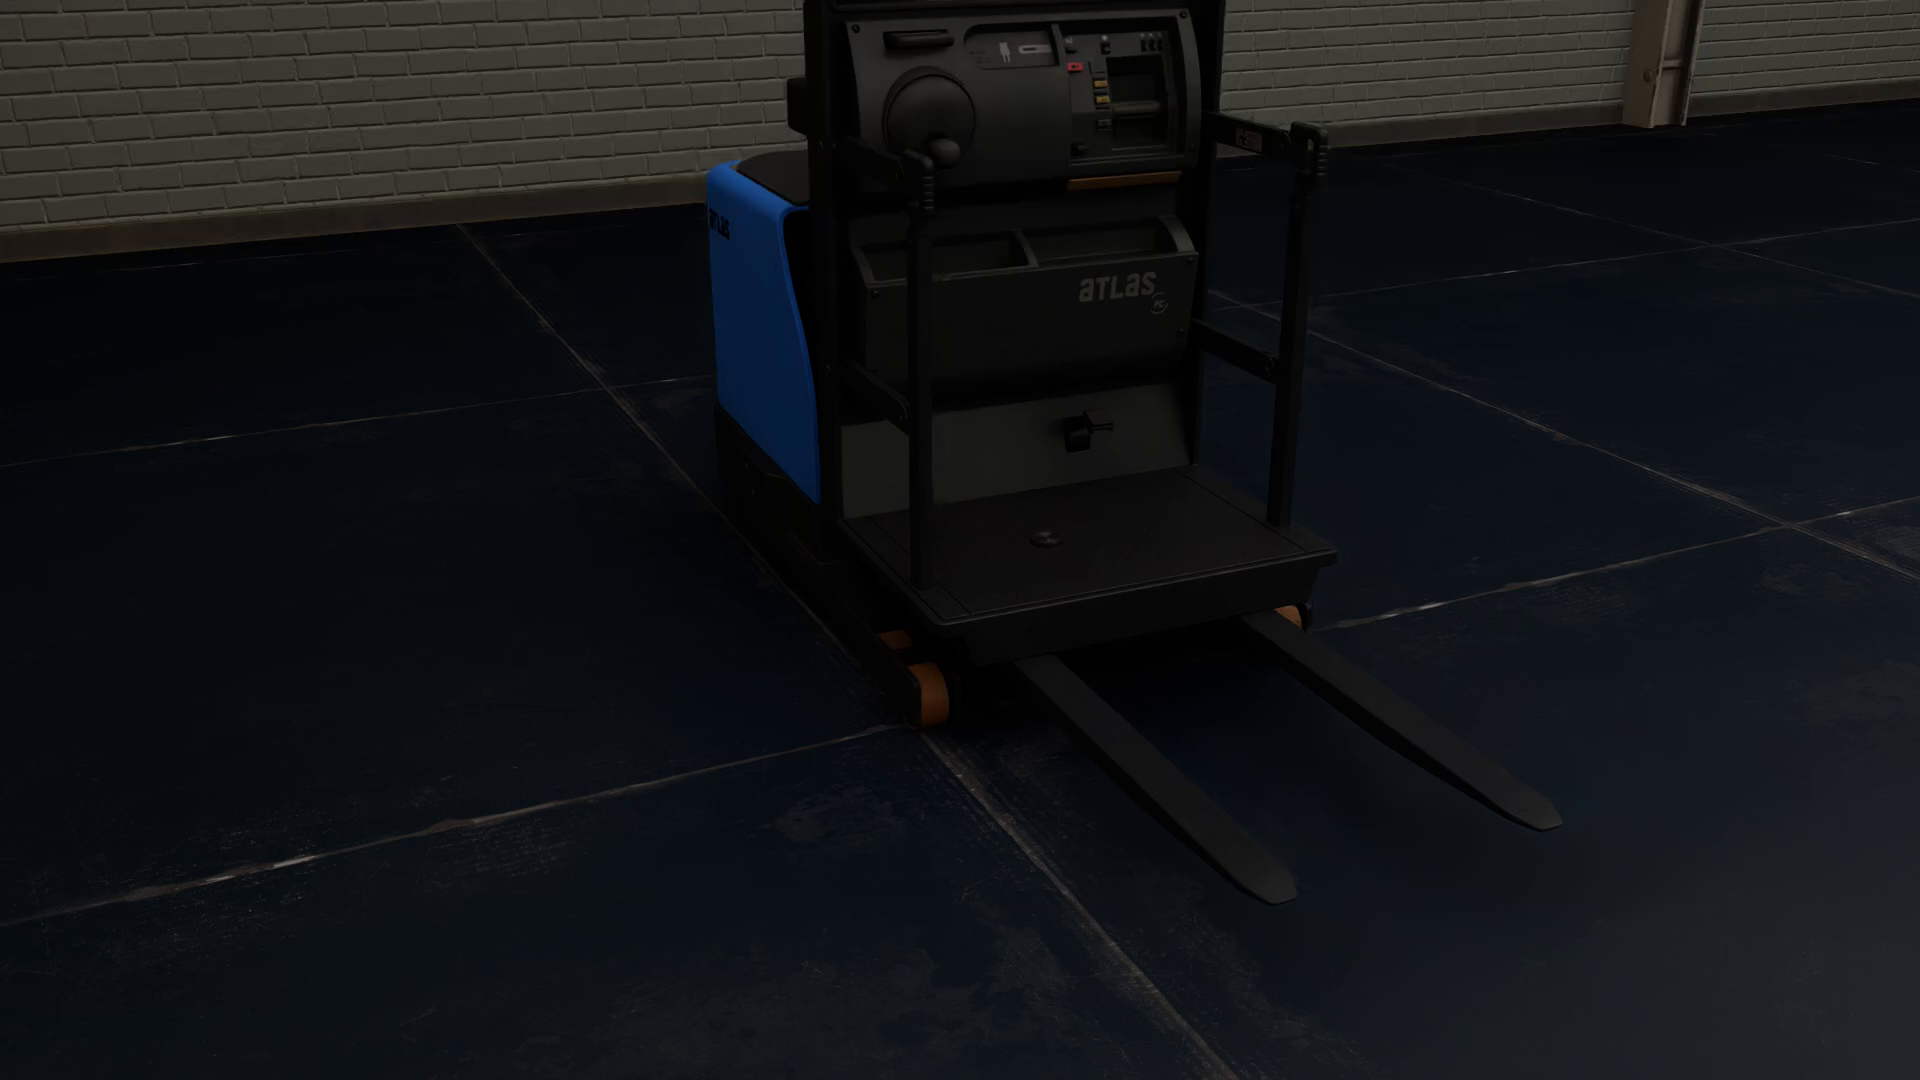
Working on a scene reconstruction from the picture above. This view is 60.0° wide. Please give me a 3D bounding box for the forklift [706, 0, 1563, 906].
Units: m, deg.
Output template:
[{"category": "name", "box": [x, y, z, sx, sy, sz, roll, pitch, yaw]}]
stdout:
[{"category": "forklift", "box": [0.258, -1.082, 3.891, 1.130, 2.935, 3.031, -9, 24, -22]}]
